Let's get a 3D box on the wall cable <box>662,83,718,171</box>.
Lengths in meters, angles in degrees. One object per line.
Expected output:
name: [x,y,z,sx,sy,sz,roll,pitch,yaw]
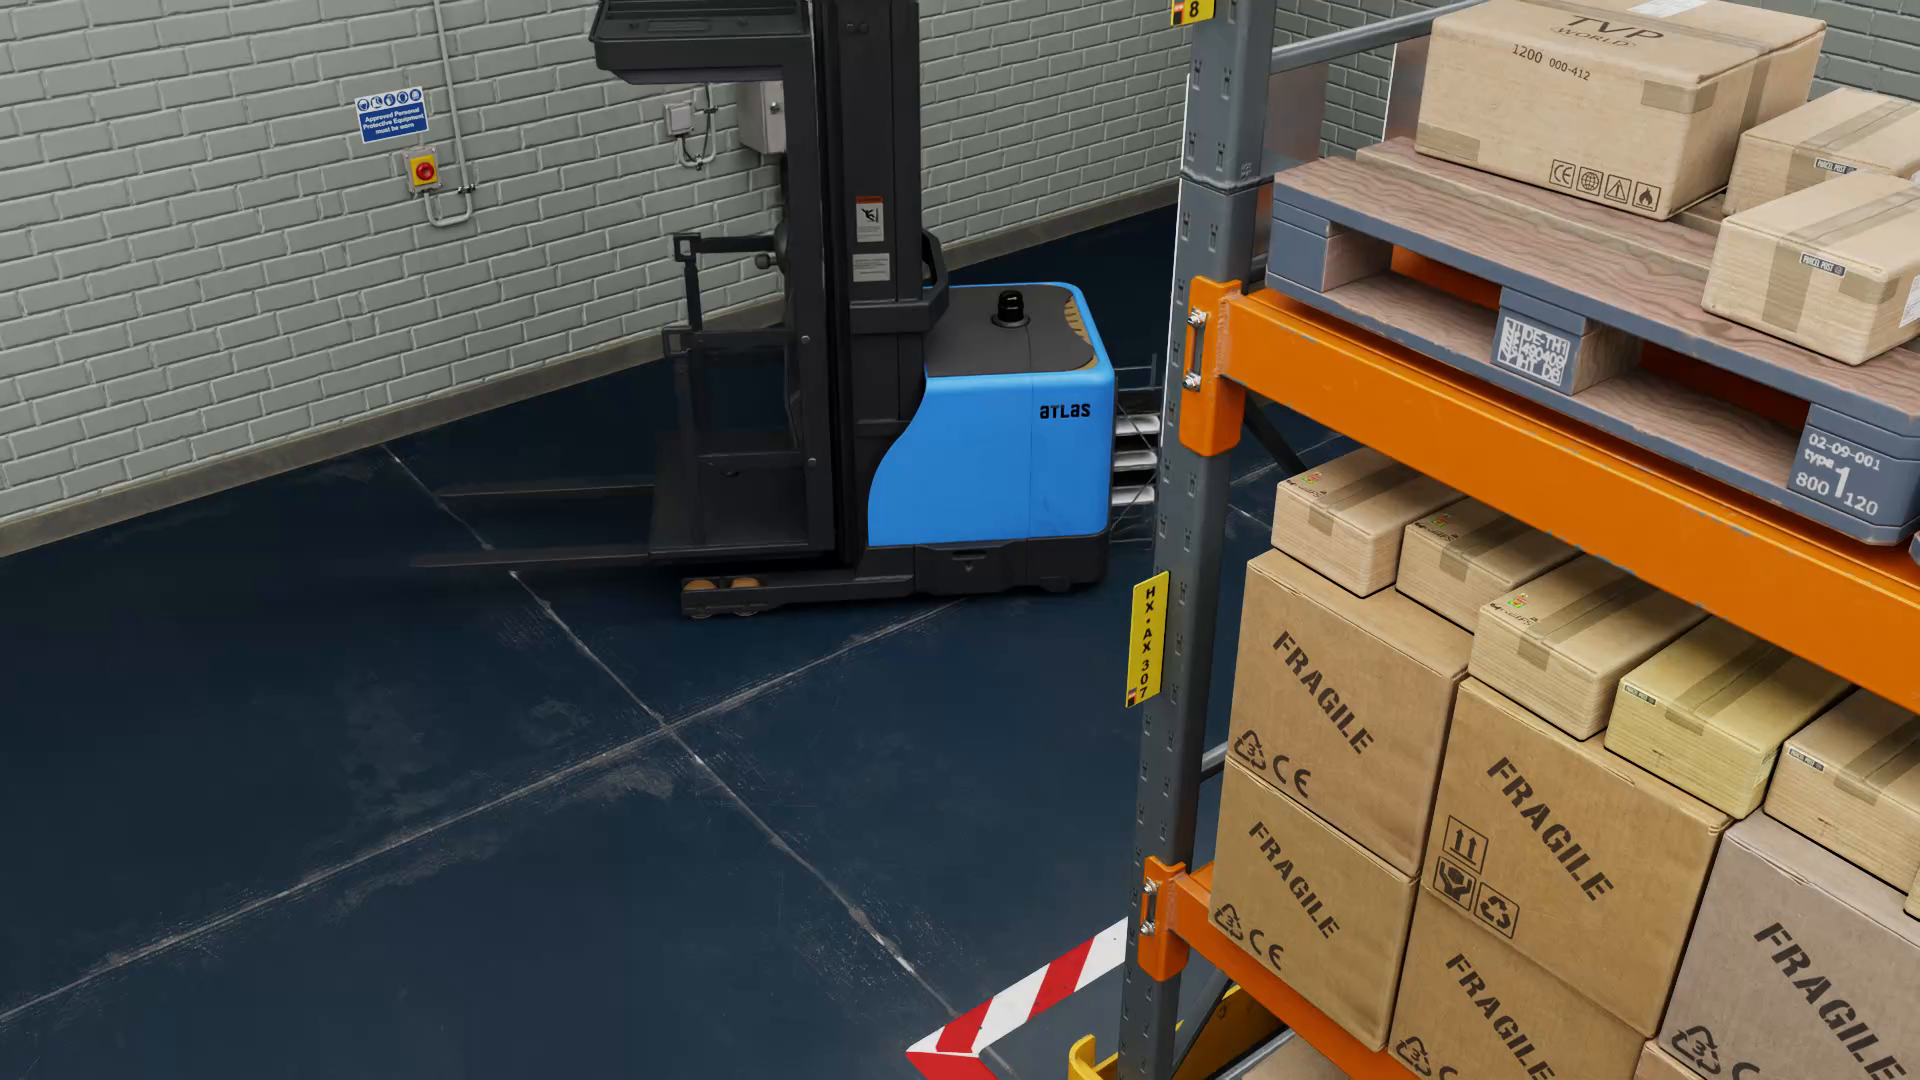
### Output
wall cable: [-1.510,-2.792,8.439,0.588,1.984,0.122,-22,38,-31]

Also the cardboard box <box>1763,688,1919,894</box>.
cardboard box: [1.516,0.368,2.657,0.380,0.149,0.250,-22,38,-31]

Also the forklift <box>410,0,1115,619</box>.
forklift: [-0.893,-1.198,6.901,3.031,2.935,1.130,-3,32,-5]

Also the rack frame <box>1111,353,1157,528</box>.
rack frame: [0.753,-0.434,7.597,0.240,0.900,0.006,-4,32,-7]

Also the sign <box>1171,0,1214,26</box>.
sign: [0.411,-1.056,2.861,0.100,0.325,0.005,-22,38,-31]

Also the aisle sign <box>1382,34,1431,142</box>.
aisle sign: [1.054,-0.789,3.713,0.394,0.787,0.004,-22,38,-31]

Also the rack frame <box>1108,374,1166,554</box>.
rack frame: [0.783,-0.328,7.426,0.240,0.900,0.006,-4,32,-7]

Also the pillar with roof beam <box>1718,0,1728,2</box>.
pillar with roof beam: [0.430,-3.733,5.231,9.100,9.000,0.400,-22,38,-31]

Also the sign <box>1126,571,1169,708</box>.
sign: [0.411,0.221,3.655,0.100,0.325,0.005,-22,38,-31]

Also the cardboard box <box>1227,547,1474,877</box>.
cardboard box: [0.923,0.271,3.428,0.500,0.500,0.500,-23,39,-32]

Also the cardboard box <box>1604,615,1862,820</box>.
cardboard box: [1.314,0.276,2.805,0.380,0.149,0.250,-24,39,-33]

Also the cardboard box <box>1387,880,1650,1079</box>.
cardboard box: [1.253,0.898,3.366,0.500,0.500,0.500,-23,38,-32]

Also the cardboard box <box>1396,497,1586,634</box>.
cardboard box: [1.069,0.027,3.207,0.380,0.149,0.250,-21,38,-30]

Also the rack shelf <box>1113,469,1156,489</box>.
rack shelf: [0.768,-0.277,7.576,0.258,0.077,0.200,-4,32,-7]

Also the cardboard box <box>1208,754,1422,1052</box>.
cardboard box: [0.921,0.696,3.691,0.500,0.500,0.500,-23,38,-32]

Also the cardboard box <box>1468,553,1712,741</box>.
cardboard box: [1.138,0.172,2.972,0.380,0.149,0.250,-21,38,-30]

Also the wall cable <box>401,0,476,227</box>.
wall cable: [-2.623,-2.342,7.684,0.585,1.953,0.123,-22,38,-31]

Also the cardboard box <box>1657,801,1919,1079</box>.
cardboard box: [1.567,0.696,2.744,0.500,0.500,0.500,-23,38,-32]

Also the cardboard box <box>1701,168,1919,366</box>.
cardboard box: [1.339,-0.415,2.477,0.380,0.149,0.250,-21,37,-30]

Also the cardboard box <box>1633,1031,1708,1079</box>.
cardboard box: [1.551,1.116,3.016,0.500,0.500,0.500,-23,38,-32]

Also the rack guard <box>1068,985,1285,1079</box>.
rack guard: [0.839,1.498,4.865,1.175,0.500,0.348,-22,38,-31]

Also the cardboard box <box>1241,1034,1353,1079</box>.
cardboard box: [1.337,1.599,4.364,0.875,0.438,0.875,-24,39,-33]

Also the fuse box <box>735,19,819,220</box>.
fuse box: [-0.874,-1.968,9.297,0.539,1.711,0.414,-22,38,-31]

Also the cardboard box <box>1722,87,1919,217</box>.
cardboard box: [1.521,-0.635,2.832,0.380,0.149,0.250,-26,40,-35]

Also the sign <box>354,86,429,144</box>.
sign: [-2.699,-2.021,7.905,0.327,0.218,0.001,-22,38,-31]

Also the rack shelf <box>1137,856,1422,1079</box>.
rack shelf: [2.080,1.585,3.037,1.077,0.370,4.000,-22,38,-31]

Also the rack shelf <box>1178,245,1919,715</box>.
rack shelf: [2.080,0.311,2.245,1.077,0.370,4.000,-22,38,-31]

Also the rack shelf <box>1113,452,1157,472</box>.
rack shelf: [0.768,-0.353,7.529,0.258,0.077,0.200,-4,32,-7]

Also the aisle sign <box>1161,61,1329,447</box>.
aisle sign: [0.580,-0.595,3.400,0.394,0.787,0.004,-22,38,-31]

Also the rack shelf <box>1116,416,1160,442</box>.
rack shelf: [0.768,-0.506,7.434,0.258,0.077,0.200,-4,32,-7]

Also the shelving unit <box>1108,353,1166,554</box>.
shelving unit: [0.768,-0.381,7.511,0.258,0.900,0.210,-4,32,-7]

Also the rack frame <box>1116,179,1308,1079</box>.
rack frame: [0.853,0.446,4.189,1.000,3.000,0.127,-22,38,-31]

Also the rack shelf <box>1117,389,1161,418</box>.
rack shelf: [0.768,-0.582,7.386,0.258,0.077,0.200,-4,32,-7]

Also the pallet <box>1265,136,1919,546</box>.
pallet: [1.316,-0.485,2.929,1.003,0.211,1.213,-22,38,-31]

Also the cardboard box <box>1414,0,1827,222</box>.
cardboard box: [1.200,-0.827,3.045,0.500,0.250,0.500,-26,40,-36]

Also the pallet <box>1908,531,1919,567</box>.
pallet: [2.069,0.024,2.110,1.003,0.211,1.213,-22,38,-31]

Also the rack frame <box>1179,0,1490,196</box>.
rack frame: [0.853,-2.103,2.606,1.000,3.000,0.127,-22,38,-31]

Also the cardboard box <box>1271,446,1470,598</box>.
cardboard box: [0.852,-0.059,3.345,0.380,0.149,0.250,-21,38,-30]

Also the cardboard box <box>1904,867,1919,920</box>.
cardboard box: [1.636,0.486,2.467,0.380,0.149,0.250,-22,38,-31]

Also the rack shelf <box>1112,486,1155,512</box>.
rack shelf: [0.768,-0.200,7.624,0.258,0.077,0.200,-4,32,-7]

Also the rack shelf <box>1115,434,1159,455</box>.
rack shelf: [0.768,-0.430,7.481,0.258,0.077,0.200,-4,32,-7]

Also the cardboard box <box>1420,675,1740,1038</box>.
cardboard box: [1.245,0.484,3.085,0.500,0.500,0.500,-23,39,-33]
